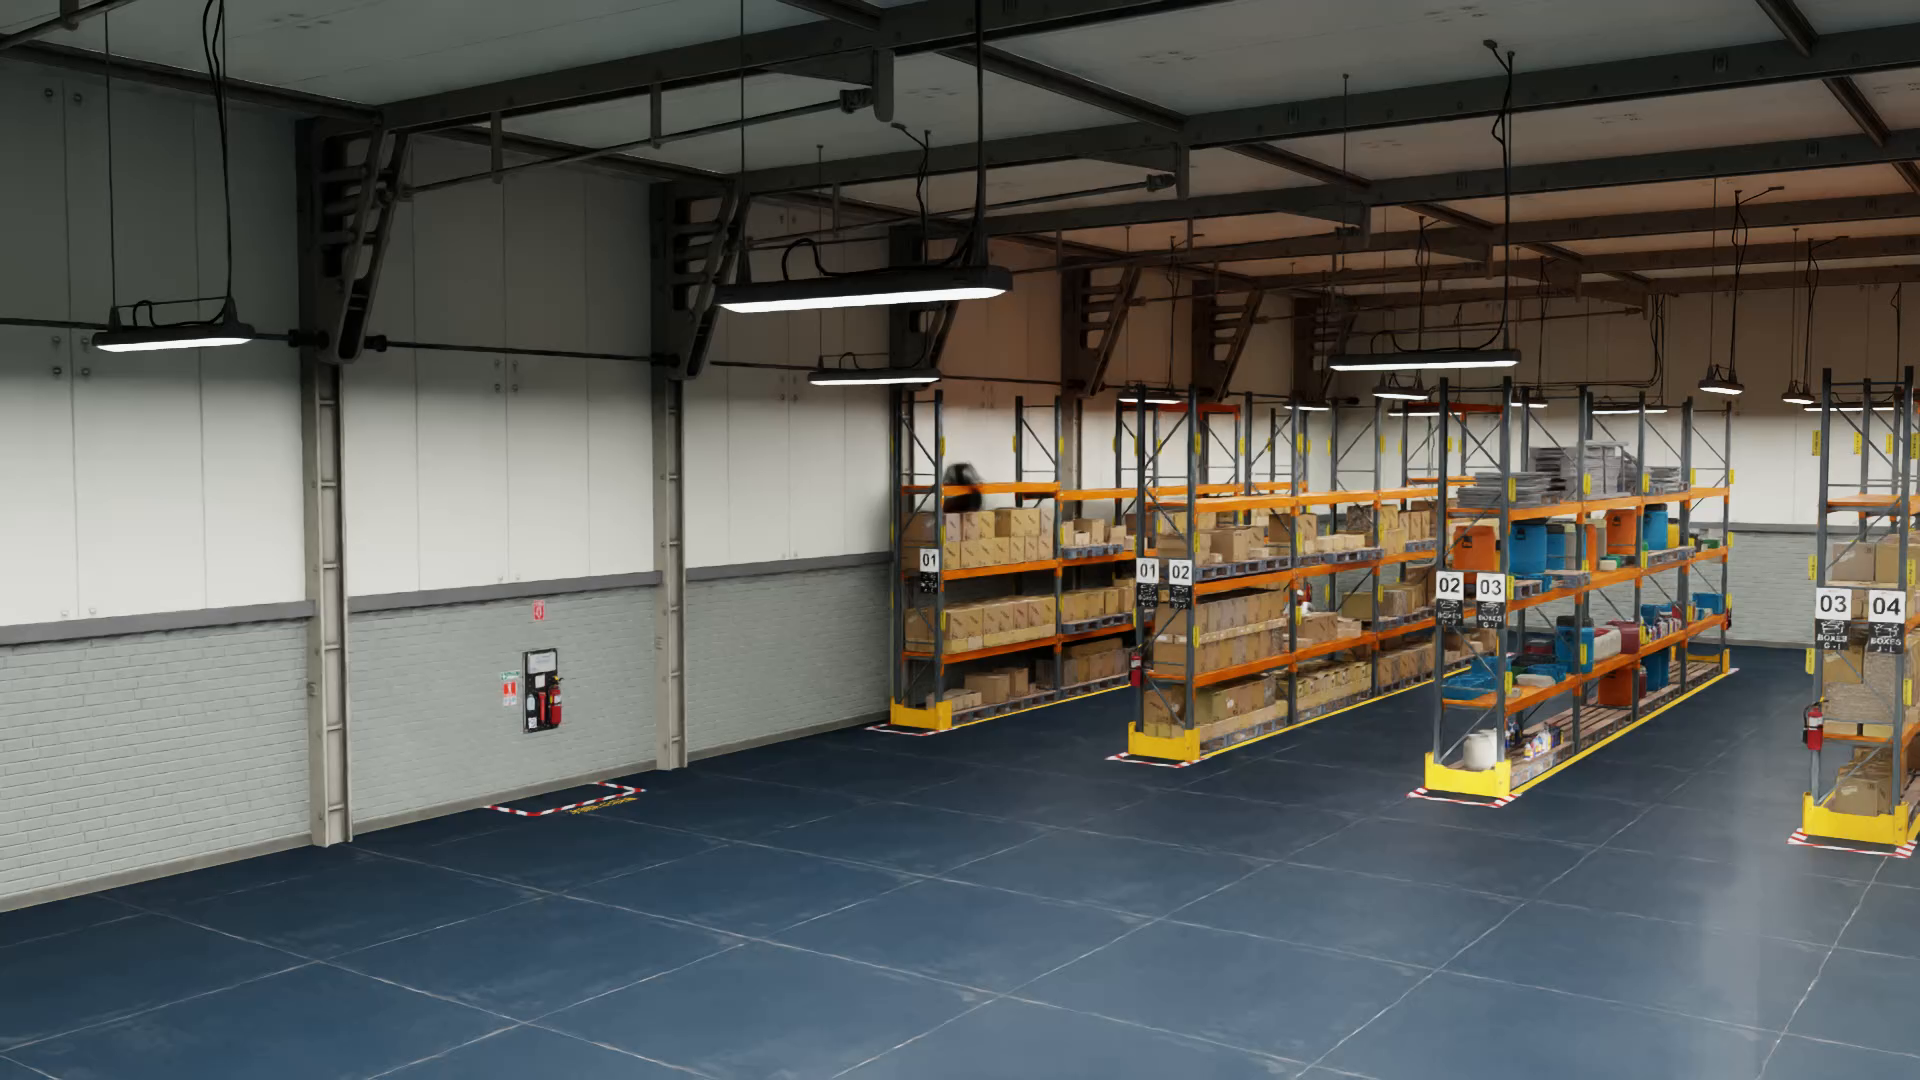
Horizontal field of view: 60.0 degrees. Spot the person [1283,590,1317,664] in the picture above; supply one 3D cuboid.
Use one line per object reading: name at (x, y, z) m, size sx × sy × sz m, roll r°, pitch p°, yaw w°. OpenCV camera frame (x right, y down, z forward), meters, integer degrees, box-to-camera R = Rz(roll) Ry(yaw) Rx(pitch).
person at (7.535, 2.027, 36.972) m, size 0.704 × 1.850 × 0.798 m, roll 2°, pitch 4°, yaw 29°
